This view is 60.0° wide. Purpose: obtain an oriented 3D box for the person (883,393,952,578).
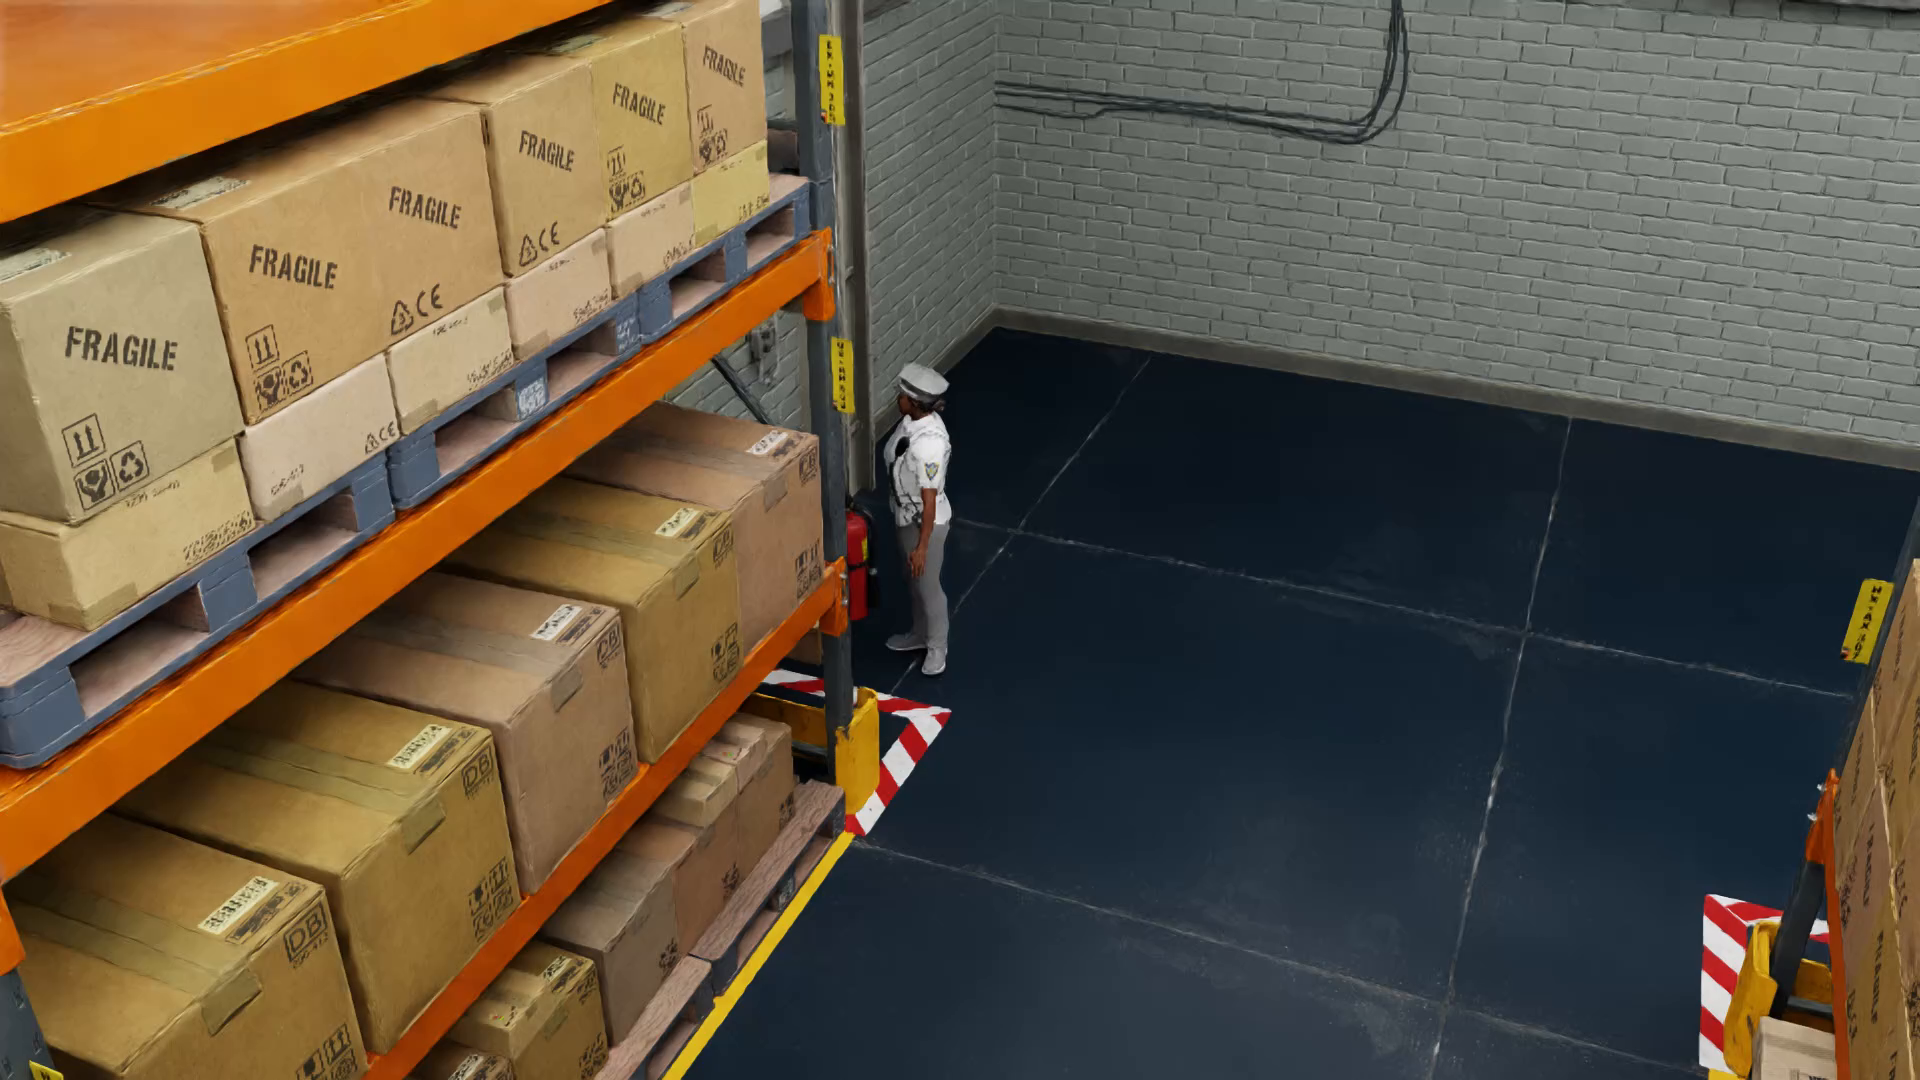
[{"bbox_3d":[-0.207,-0.365,8.323,0.333,0.988,0.604,-7,31,-12],"label":"person"}]
